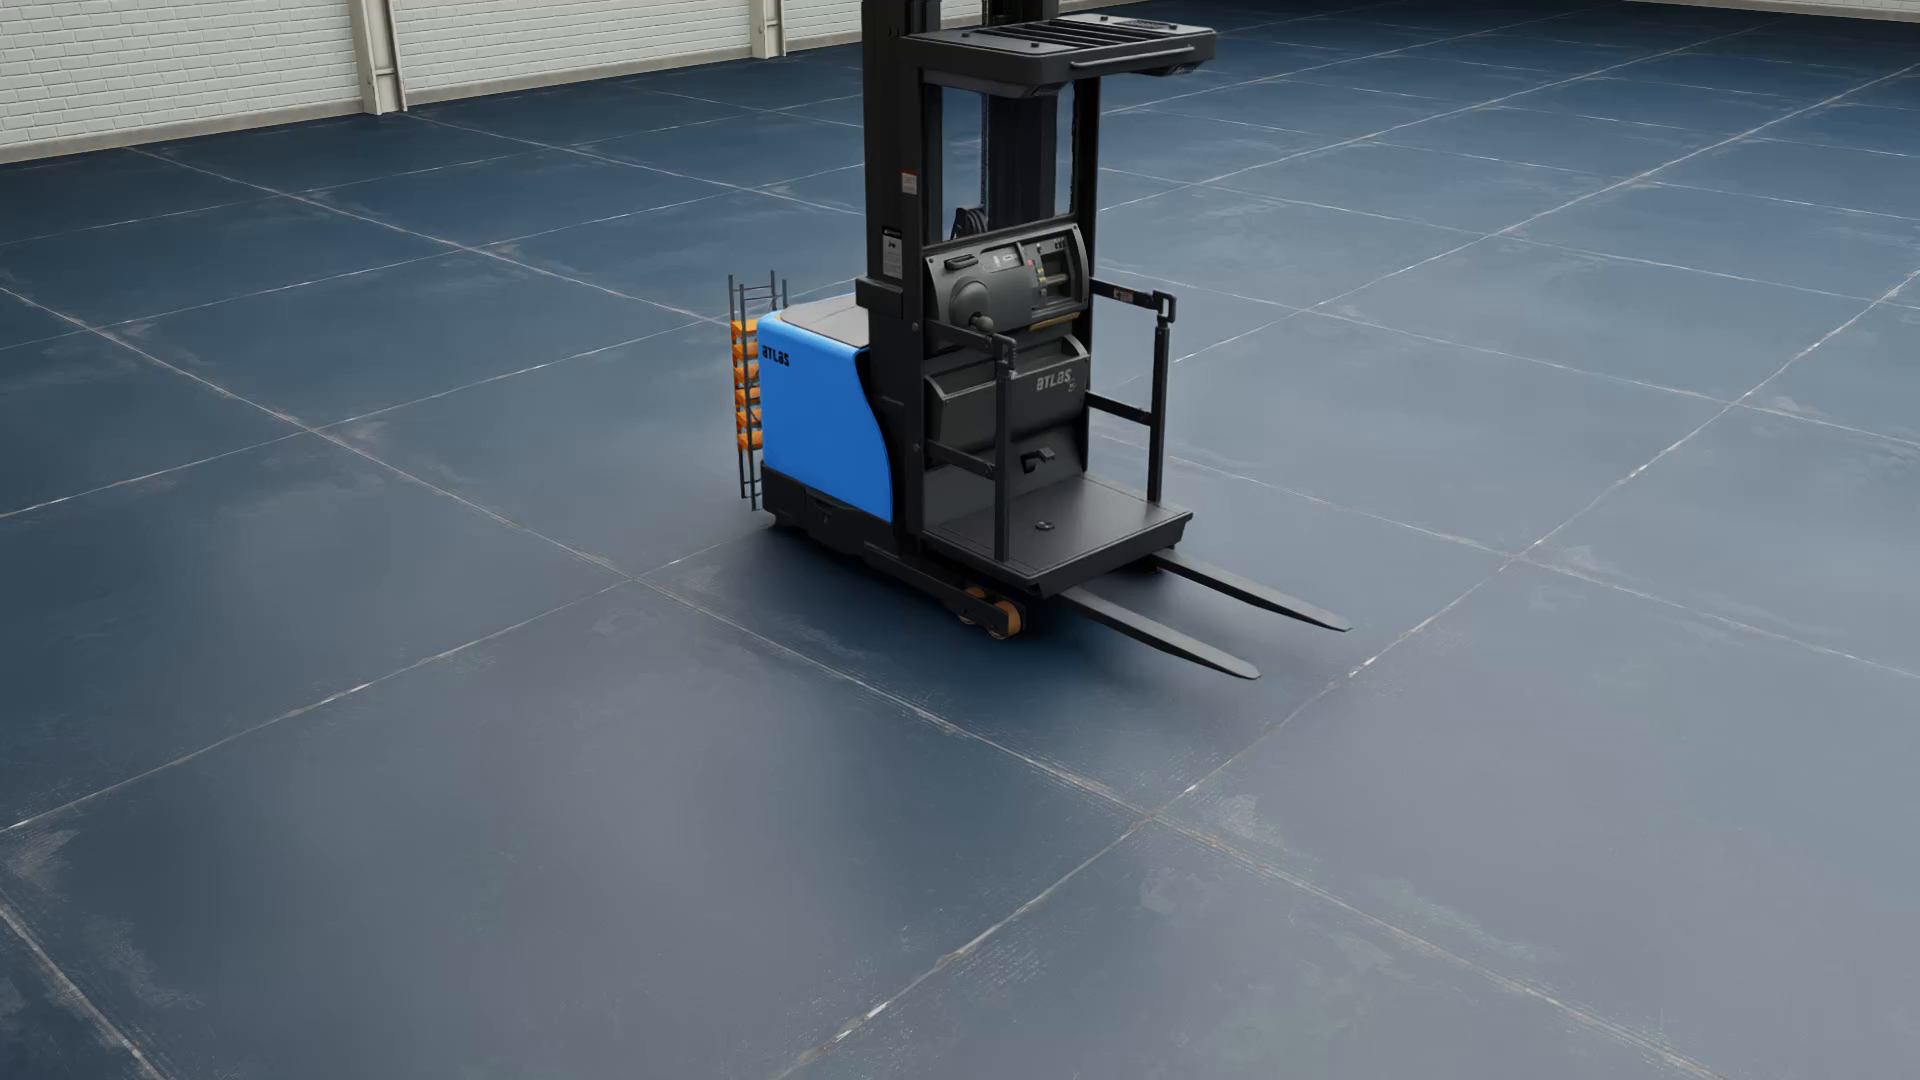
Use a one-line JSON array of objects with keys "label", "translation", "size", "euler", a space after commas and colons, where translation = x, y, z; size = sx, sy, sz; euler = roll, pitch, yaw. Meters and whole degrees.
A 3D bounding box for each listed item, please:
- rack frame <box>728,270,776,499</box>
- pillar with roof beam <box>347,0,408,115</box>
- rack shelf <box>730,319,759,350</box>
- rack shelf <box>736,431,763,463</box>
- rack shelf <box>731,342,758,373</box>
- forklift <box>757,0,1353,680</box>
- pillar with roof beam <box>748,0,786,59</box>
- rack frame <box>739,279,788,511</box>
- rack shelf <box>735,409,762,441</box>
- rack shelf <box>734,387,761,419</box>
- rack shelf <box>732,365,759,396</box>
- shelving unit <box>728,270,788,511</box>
[{"label": "rack frame", "translation": [-1.040, -0.786, 8.538], "size": [0.240, 1.200, 0.006], "euler": [-11, 26, -22]}, {"label": "pillar with roof beam", "translation": [-3.503, -7.939, 14.958], "size": [9.100, 9.000, 0.400], "euler": [20, 31, 38]}, {"label": "rack shelf", "translation": [-1.002, -1.040, 8.332], "size": [0.258, 0.103, 0.180], "euler": [-11, 26, -22]}, {"label": "rack shelf", "translation": [-1.002, -0.493, 8.578], "size": [0.258, 0.103, 0.180], "euler": [-11, 26, -22]}, {"label": "rack shelf", "translation": [-1.002, -0.931, 8.381], "size": [0.258, 0.103, 0.180], "euler": [-11, 26, -22]}, {"label": "forklift", "translation": [0.364, -1.138, 7.205], "size": [1.130, 2.935, 3.031], "euler": [-21, 31, -38]}, {"label": "pillar with roof beam", "translation": [0.502, -9.767, 19.035], "size": [9.100, 9.000, 0.400], "euler": [20, 31, 38]}, {"label": "rack frame", "translation": [-0.964, -0.718, 8.385], "size": [0.240, 1.200, 0.006], "euler": [-11, 26, -22]}, {"label": "rack shelf", "translation": [-1.002, -0.602, 8.529], "size": [0.258, 0.103, 0.180], "euler": [-11, 26, -22]}, {"label": "rack shelf", "translation": [-1.002, -0.712, 8.480], "size": [0.258, 0.103, 0.180], "euler": [-11, 26, -22]}, {"label": "rack shelf", "translation": [-1.002, -0.821, 8.431], "size": [0.258, 0.103, 0.180], "euler": [-11, 26, -22]}, {"label": "shelving unit", "translation": [-1.002, -0.752, 8.461], "size": [0.258, 1.200, 0.189], "euler": [-11, 26, -22]}]
